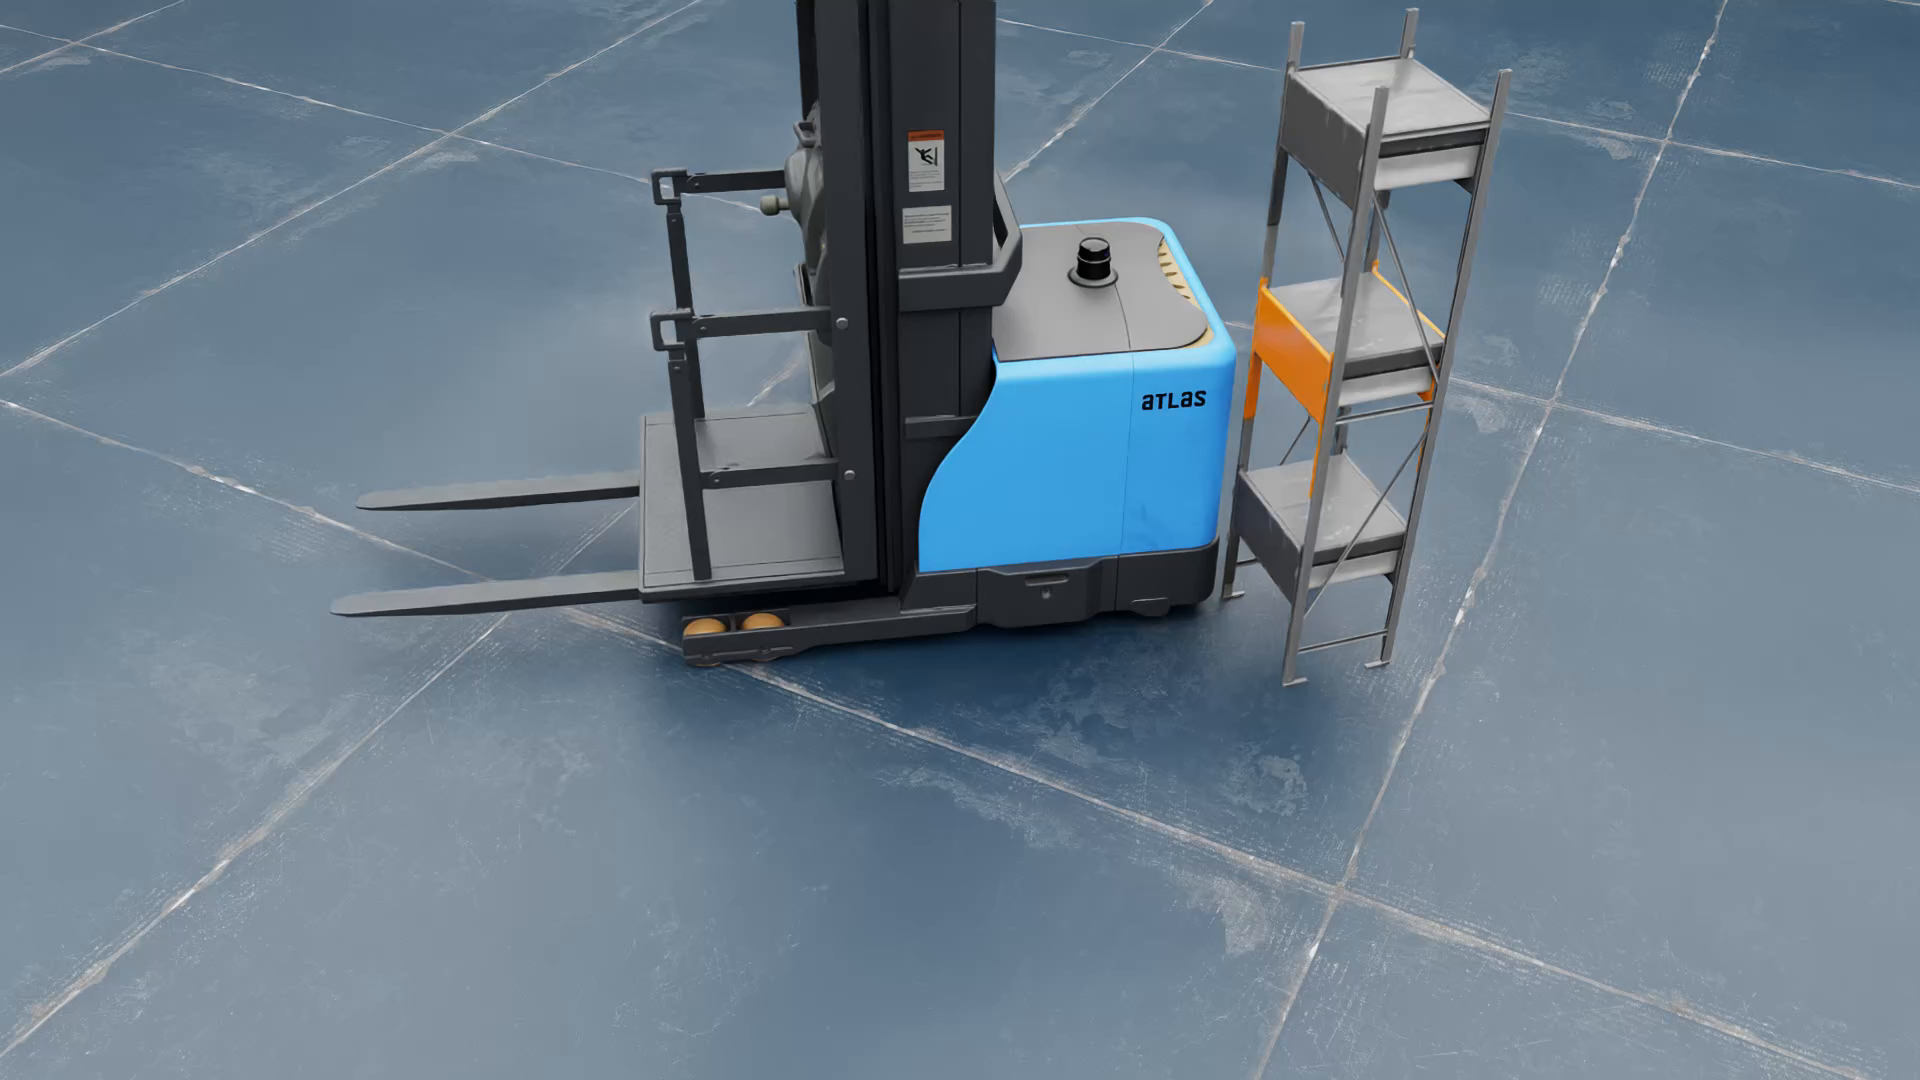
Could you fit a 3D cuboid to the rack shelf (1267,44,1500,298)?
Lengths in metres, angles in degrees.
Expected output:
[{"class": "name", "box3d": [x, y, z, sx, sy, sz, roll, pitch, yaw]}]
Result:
[{"class": "rack shelf", "box3d": [1.204, -1.067, 4.784, 0.431, 0.518, 0.480, -11, 39, -14]}]

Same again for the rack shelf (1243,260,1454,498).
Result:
[{"class": "rack shelf", "box3d": [1.204, -0.509, 5.207, 0.431, 0.518, 0.480, -11, 39, -14]}]

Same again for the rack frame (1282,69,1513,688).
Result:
[{"class": "rack frame", "box3d": [1.277, -0.380, 5.013, 0.400, 2.100, 0.015, -11, 39, -14]}]

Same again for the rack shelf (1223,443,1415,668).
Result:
[{"class": "rack shelf", "box3d": [1.204, 0.048, 5.630, 0.431, 0.518, 0.480, -11, 39, -14]}]

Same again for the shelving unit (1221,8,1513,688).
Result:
[{"class": "shelving unit", "box3d": [1.204, -0.520, 5.199, 0.431, 2.100, 0.503, -11, 39, -14]}]

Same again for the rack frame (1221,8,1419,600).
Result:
[{"class": "rack frame", "box3d": [1.131, -0.661, 5.384, 0.400, 2.100, 0.015, -11, 39, -14]}]

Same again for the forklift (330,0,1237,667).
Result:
[{"class": "forklift", "box3d": [-0.658, -1.077, 5.244, 3.031, 2.935, 1.130, -5, 37, -7]}]
